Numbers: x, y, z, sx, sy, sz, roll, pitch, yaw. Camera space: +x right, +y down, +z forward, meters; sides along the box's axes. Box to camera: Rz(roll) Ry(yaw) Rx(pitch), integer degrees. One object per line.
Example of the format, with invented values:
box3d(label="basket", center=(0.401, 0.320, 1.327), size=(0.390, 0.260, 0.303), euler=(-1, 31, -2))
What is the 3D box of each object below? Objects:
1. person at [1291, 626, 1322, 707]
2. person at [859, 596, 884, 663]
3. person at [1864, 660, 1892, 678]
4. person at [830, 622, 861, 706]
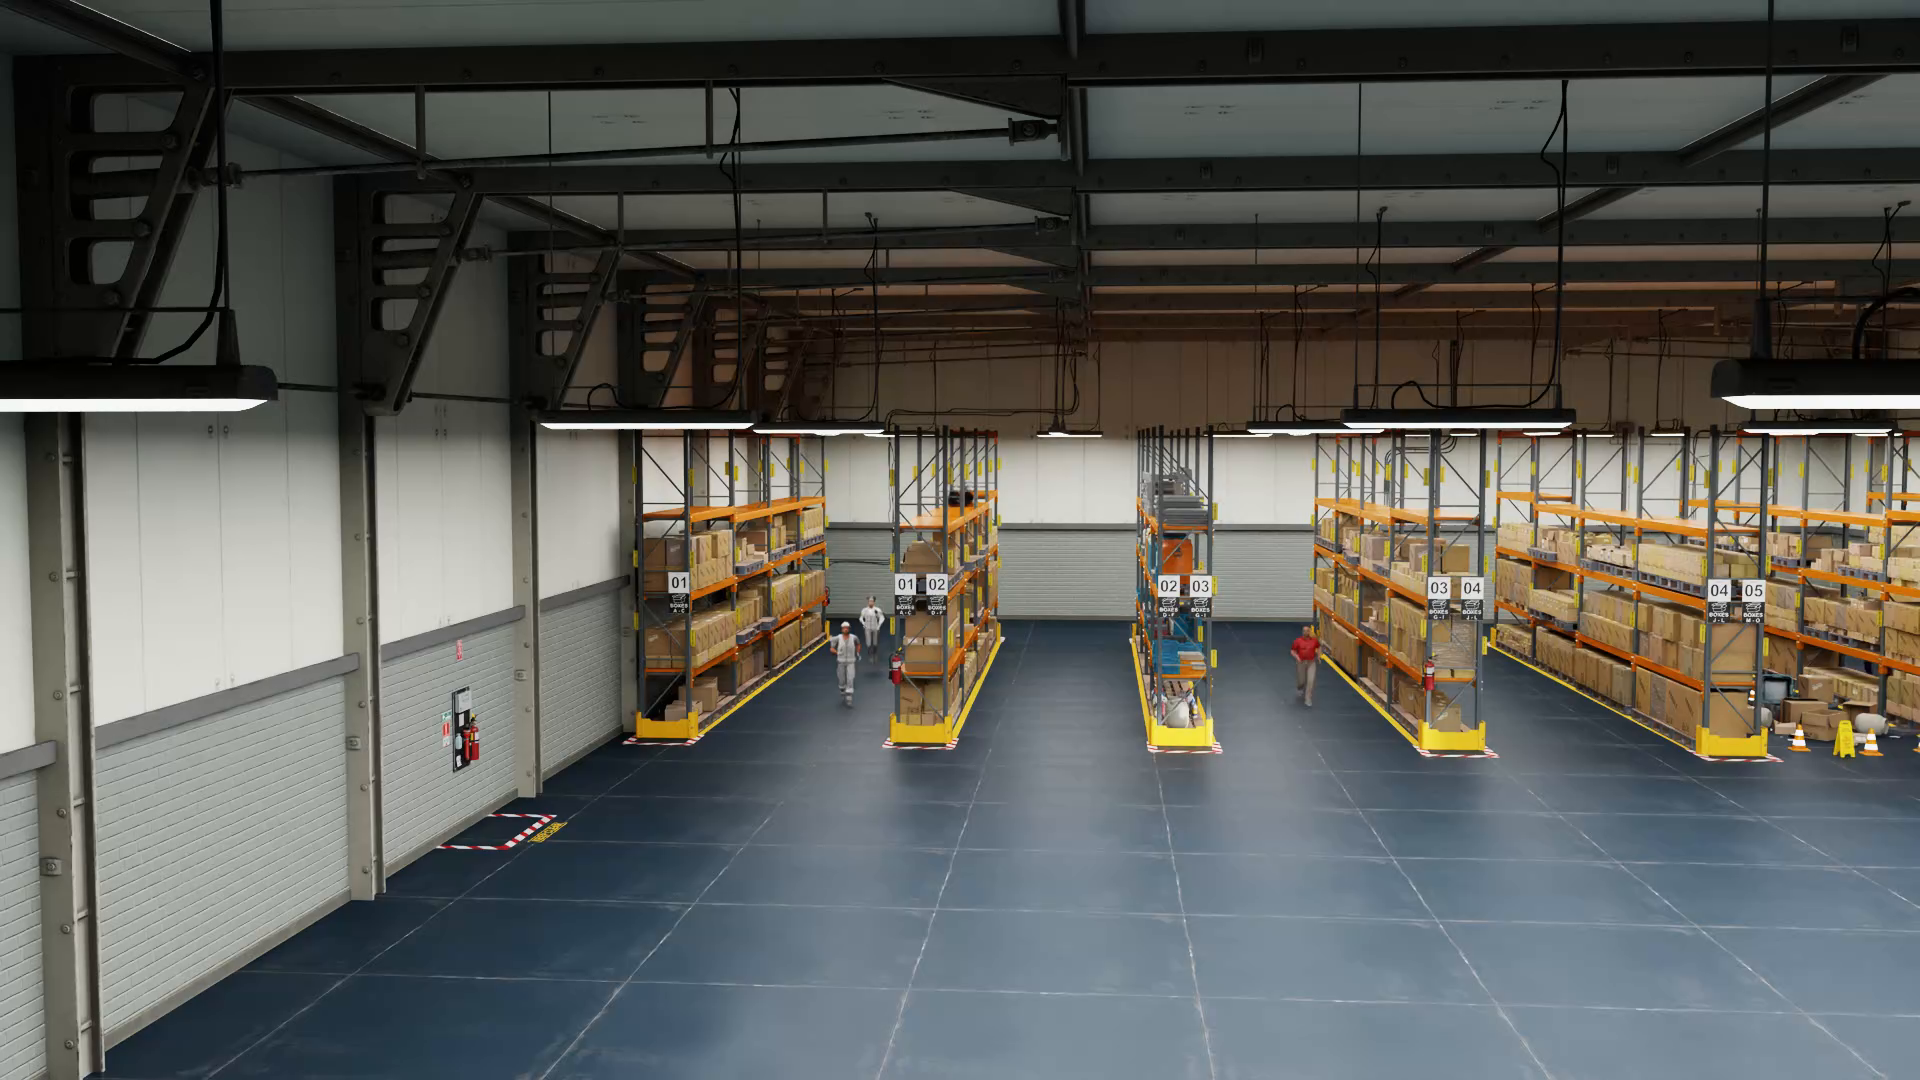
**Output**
box3d(label="person", center=(7.525, 2.717, 36.082), size=(0.678, 1.702, 0.896), euler=(0, 3, 4))
box3d(label="person", center=(-2.169, 2.200, 40.769), size=(0.609, 1.658, 0.533), euler=(0, 3, 0))
box3d(label="person", center=(21.616, 2.587, 39.191), size=(0.587, 1.633, 0.973), euler=(0, 3, 6))
box3d(label="person", center=(-2.468, 2.651, 35.906), size=(0.673, 1.784, 0.865), euler=(0, 3, -6))
